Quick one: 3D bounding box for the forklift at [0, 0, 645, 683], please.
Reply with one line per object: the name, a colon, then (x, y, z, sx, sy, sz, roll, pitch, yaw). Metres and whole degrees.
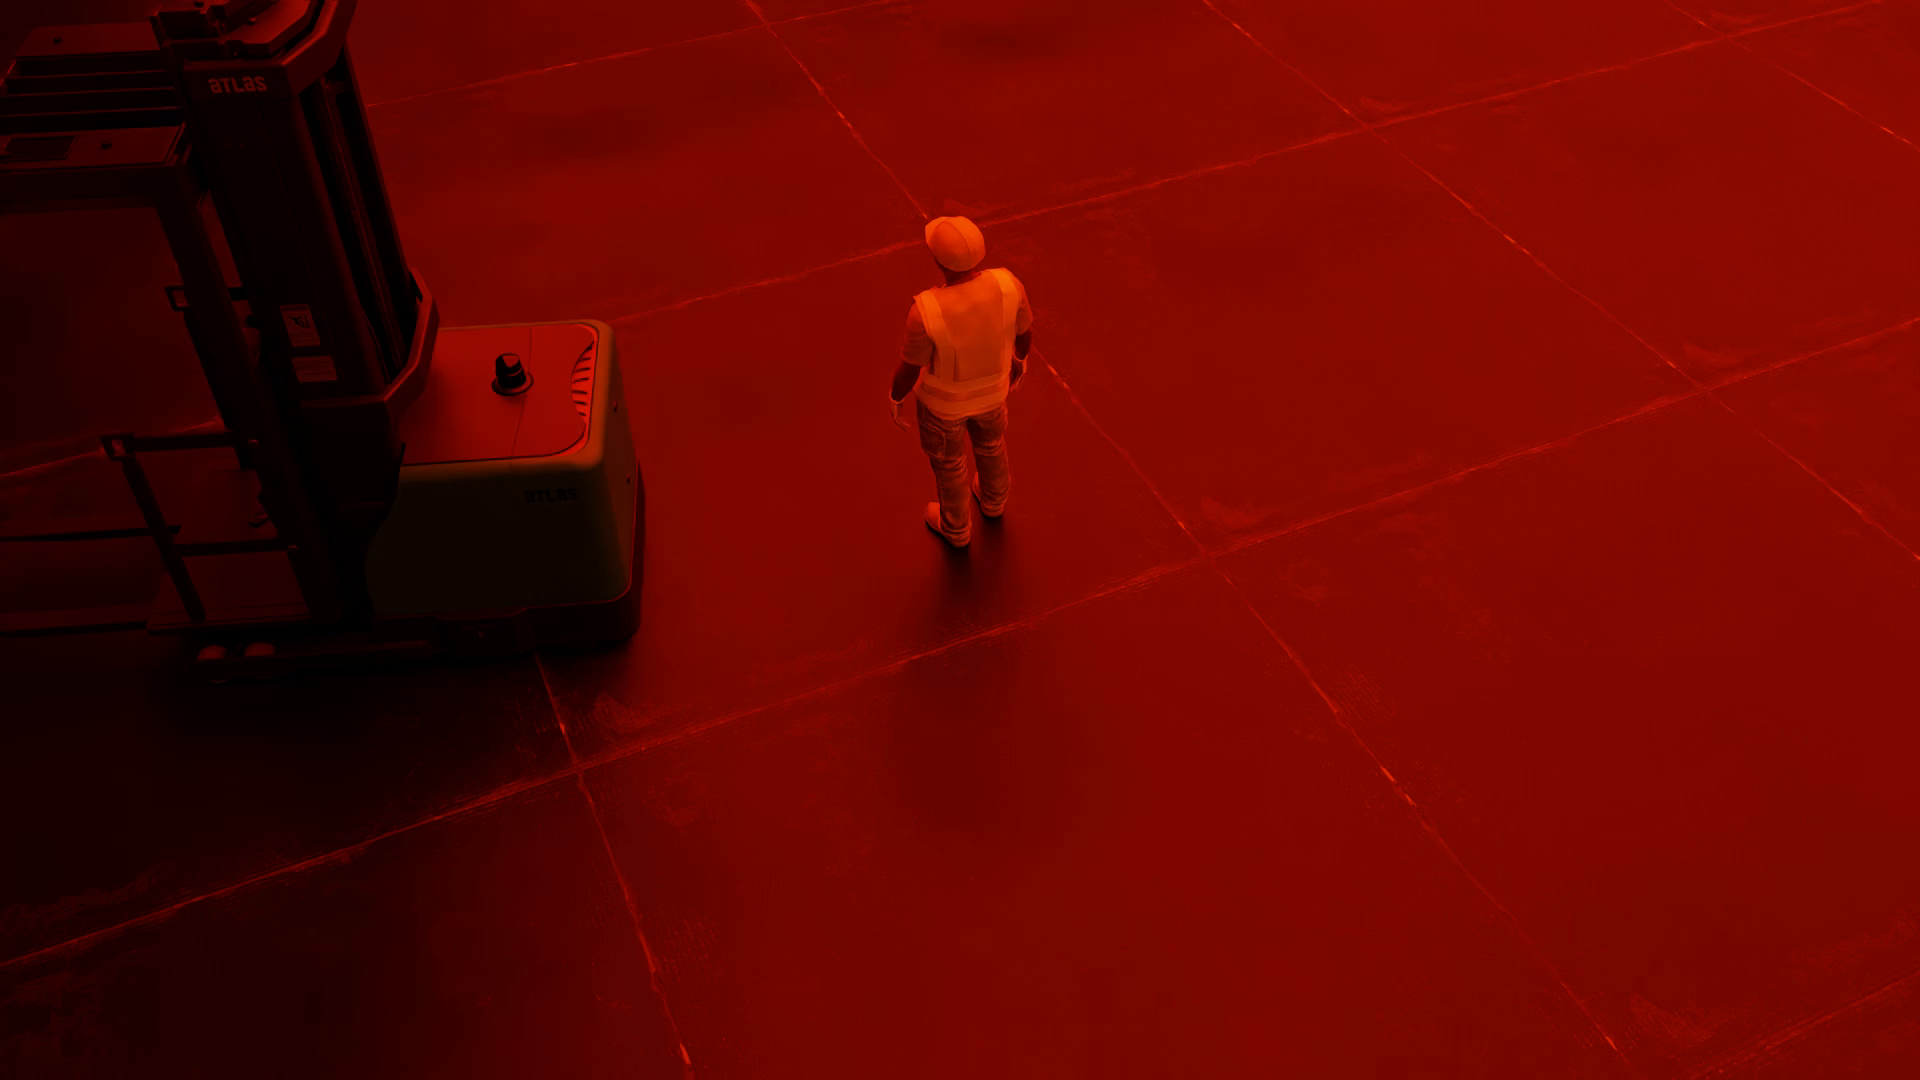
forklift: (-2.968, -0.837, 6.577, 3.031, 2.935, 1.130, -4, 43, -4)

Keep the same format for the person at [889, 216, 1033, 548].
person: (-0.023, -0.705, 7.266, 0.657, 1.785, 0.575, -18, 46, -18)
